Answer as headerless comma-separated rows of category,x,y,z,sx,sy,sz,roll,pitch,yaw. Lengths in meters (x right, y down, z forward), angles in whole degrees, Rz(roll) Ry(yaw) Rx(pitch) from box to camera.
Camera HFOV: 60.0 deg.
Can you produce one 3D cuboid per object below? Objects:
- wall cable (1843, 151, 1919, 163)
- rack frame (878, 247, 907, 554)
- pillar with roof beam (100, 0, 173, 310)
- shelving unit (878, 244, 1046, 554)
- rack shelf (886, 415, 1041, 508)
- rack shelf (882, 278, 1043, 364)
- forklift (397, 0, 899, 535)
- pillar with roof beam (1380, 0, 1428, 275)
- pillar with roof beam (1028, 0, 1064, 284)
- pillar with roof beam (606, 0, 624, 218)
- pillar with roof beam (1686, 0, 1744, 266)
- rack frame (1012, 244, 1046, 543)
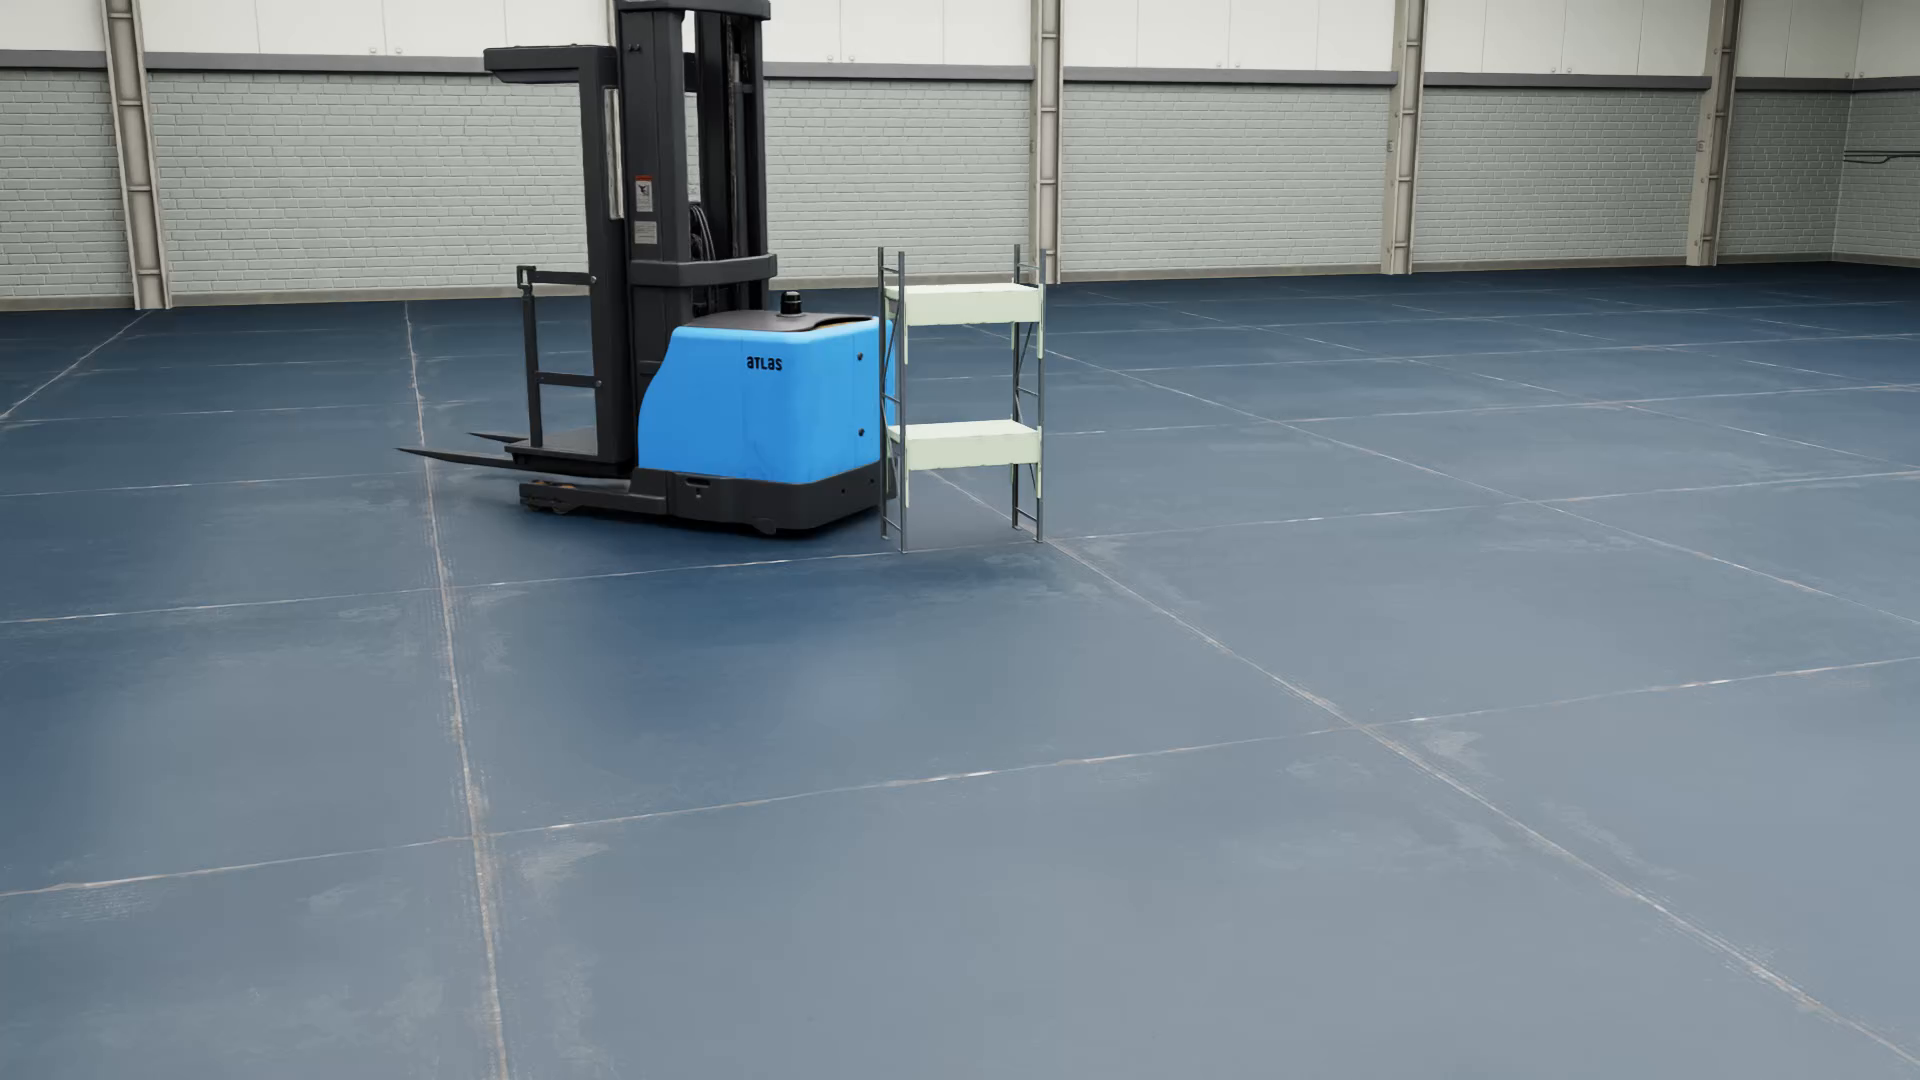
wall cable,15.835,-7.480,27.354,0.112,2.526,3.097,-4,14,-18
rack frame,-0.341,-0.703,8.358,0.023,1.500,0.400,-4,14,-18
pillar with roof beam,-8.753,-6.348,15.883,0.400,9.000,9.100,-4,14,-18
shelving unit,0.006,-0.730,8.471,0.755,1.500,0.431,-4,14,-18
rack shelf,0.006,-0.413,8.547,0.720,0.370,0.431,-4,14,-18
rack shelf,0.006,-1.110,8.381,0.720,0.370,0.431,-4,14,-18
forklift,-1.894,-1.668,9.322,3.031,2.935,1.130,7,15,27
pillar with roof beam,8.307,-7.676,21.468,0.400,9.000,9.100,-4,14,-18
pillar with roof beam,2.621,-7.233,19.607,0.400,9.000,9.100,-4,14,-18
pillar with roof beam,-3.066,-6.791,17.745,0.400,9.000,9.100,-4,14,-18
pillar with roof beam,13.994,-8.119,23.330,0.400,9.000,9.100,-4,14,-18
rack frame,0.353,-0.757,8.585,0.023,1.500,0.400,-4,14,-18
